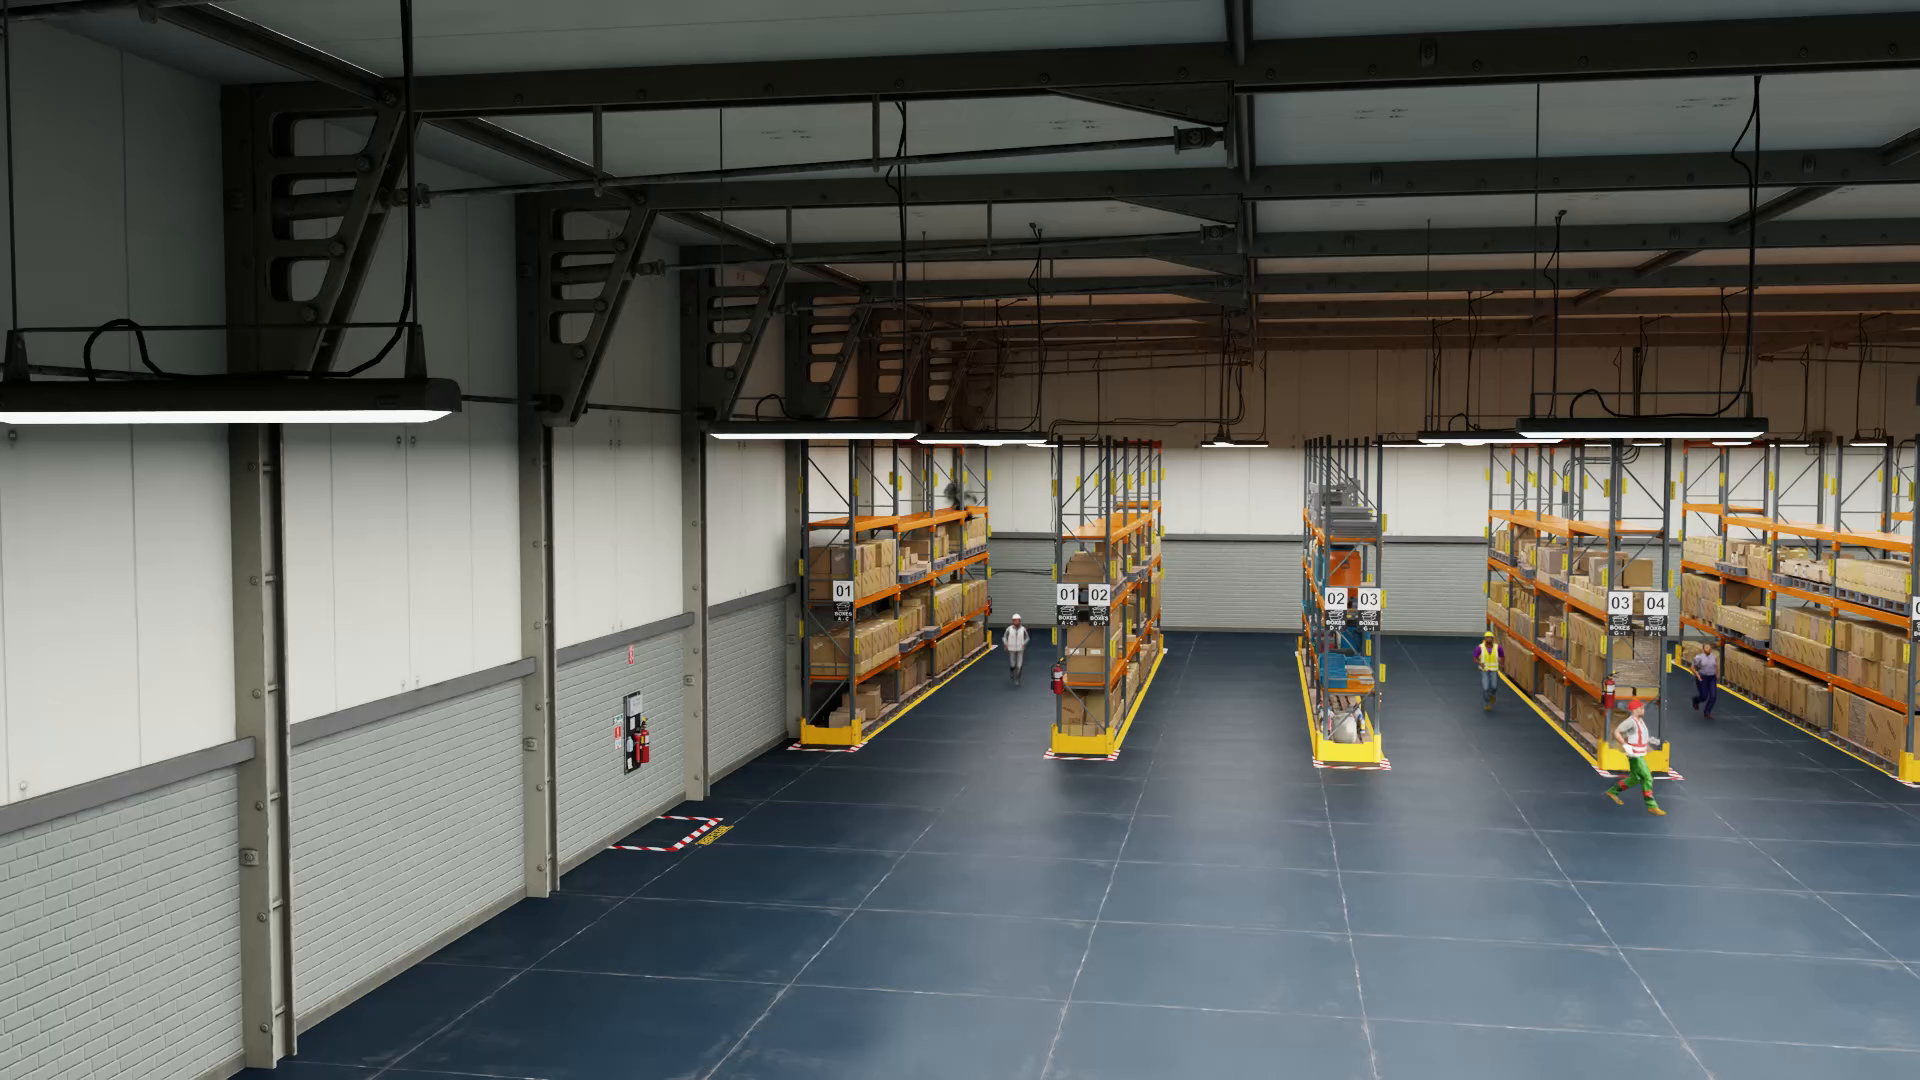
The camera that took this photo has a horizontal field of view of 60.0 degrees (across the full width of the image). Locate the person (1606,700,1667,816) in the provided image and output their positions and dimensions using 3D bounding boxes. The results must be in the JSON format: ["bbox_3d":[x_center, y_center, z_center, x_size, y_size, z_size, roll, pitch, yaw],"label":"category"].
[{"bbox_3d":[10.670,3.401,26.223,0.971,1.769,0.685,2,4,37],"label":"person"}]

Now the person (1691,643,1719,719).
[{"bbox_3d":[15.971,3.009,35.619,0.608,1.598,0.607,0,3,-2],"label":"person"}]

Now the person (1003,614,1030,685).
[{"bbox_3d":[1.372,2.677,40.566,0.662,1.728,0.581,0,3,-1],"label":"person"}]

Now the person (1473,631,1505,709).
[{"bbox_3d":[11.673,2.879,36.679,0.698,1.723,0.579,1,3,12],"label":"person"}]
